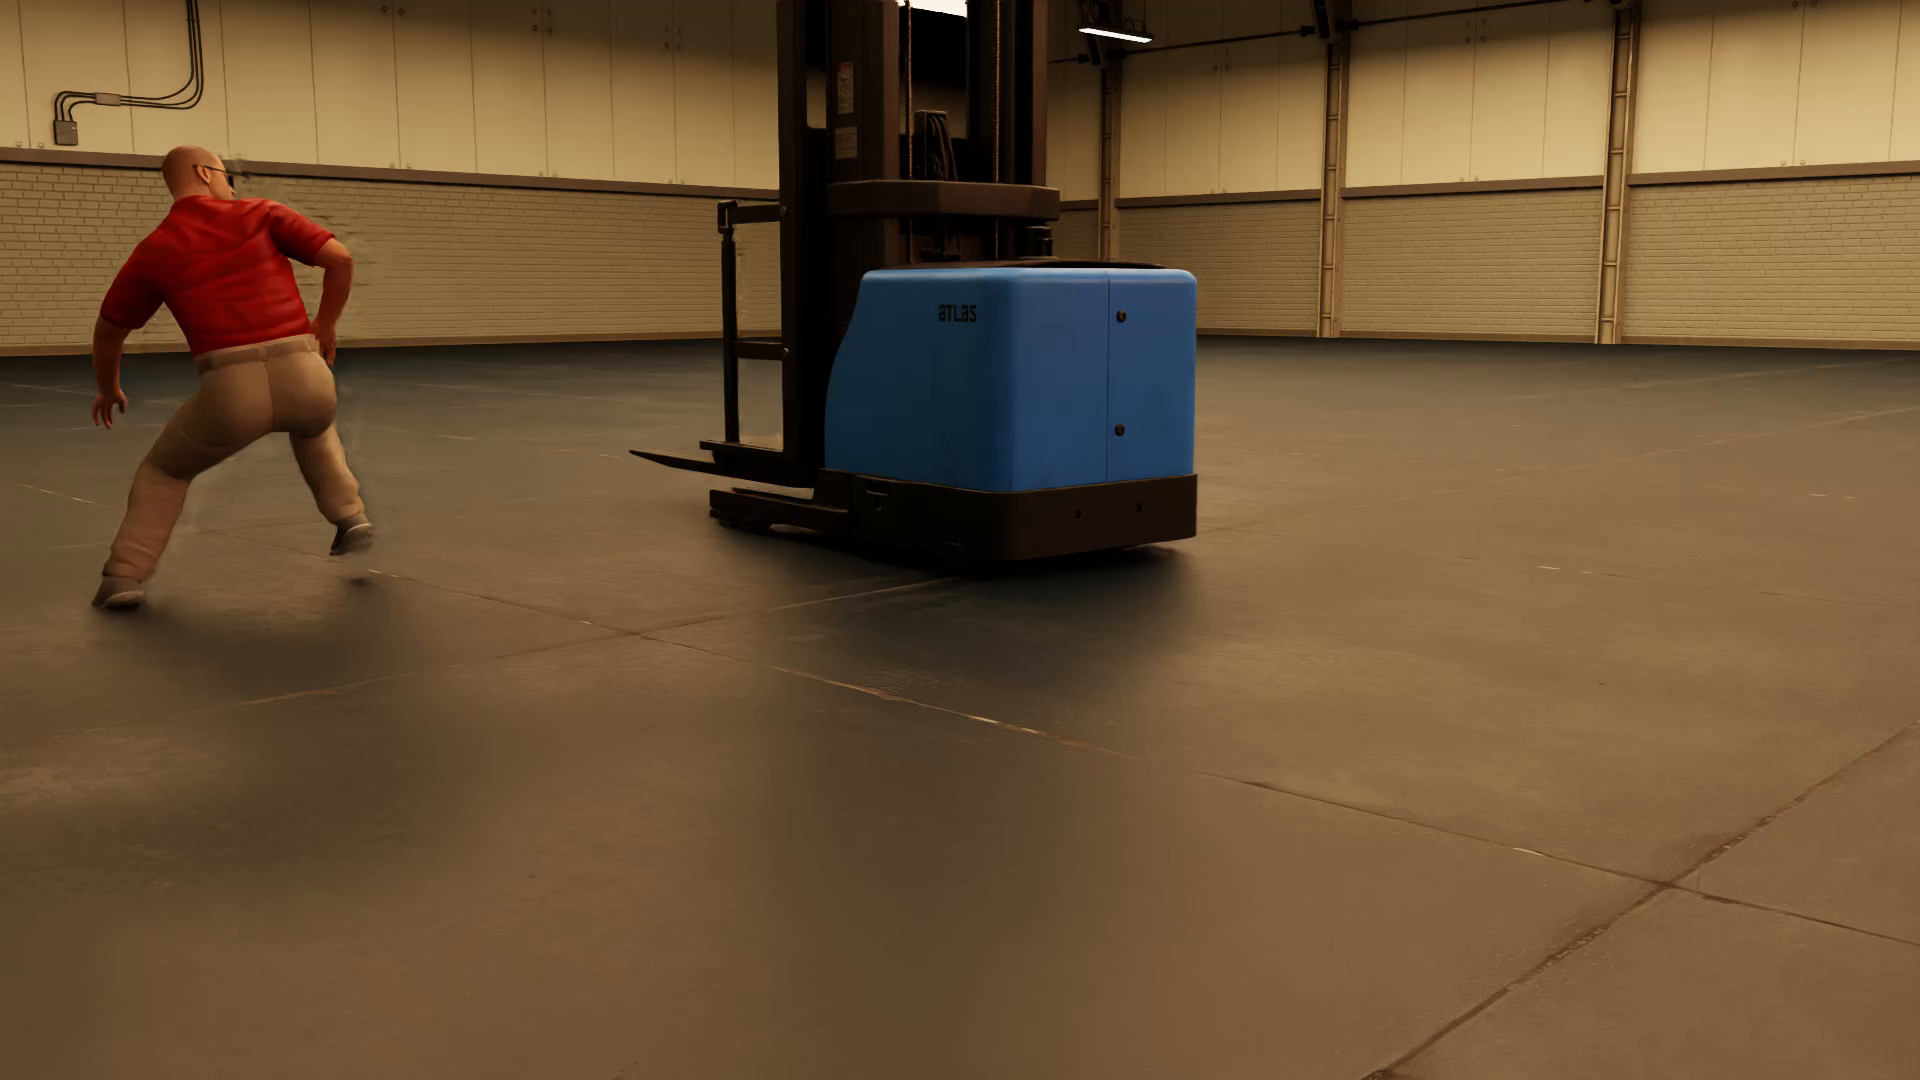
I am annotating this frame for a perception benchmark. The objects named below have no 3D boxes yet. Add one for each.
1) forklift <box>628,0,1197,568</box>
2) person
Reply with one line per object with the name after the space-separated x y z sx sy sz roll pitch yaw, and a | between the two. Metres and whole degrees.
-0.413 -1.521 6.977 1.130 2.935 3.031 -7 11 -38 | forklift
-2.433 -0.526 5.483 0.902 1.520 0.704 -5 10 -28 | person
